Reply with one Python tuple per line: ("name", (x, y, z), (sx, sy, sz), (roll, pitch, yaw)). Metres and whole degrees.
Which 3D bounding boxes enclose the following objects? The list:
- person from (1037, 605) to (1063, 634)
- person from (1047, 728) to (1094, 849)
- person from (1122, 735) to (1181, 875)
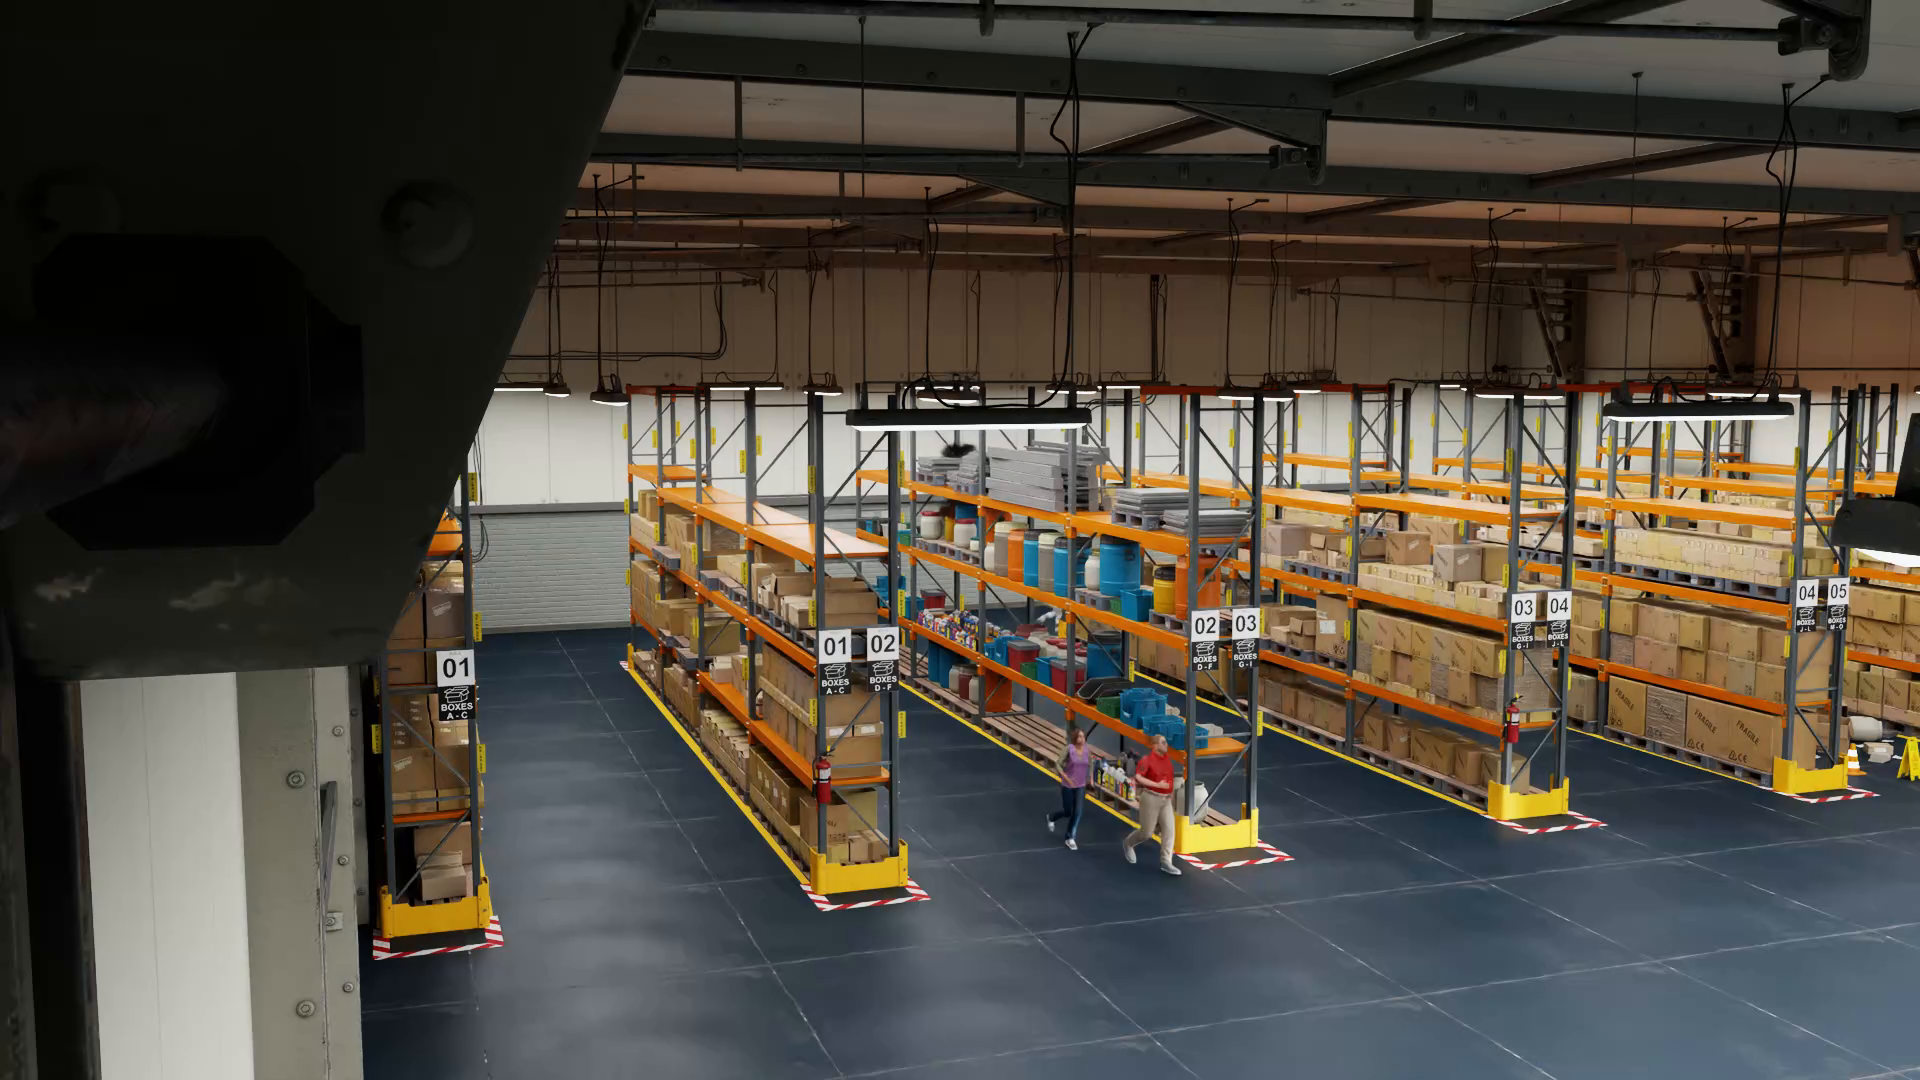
("person", (2.198, 1.373, 39.649), (0.733, 1.766, 0.646), (0, 6, -4))
("person", (1.524, 3.275, 22.196), (0.576, 1.564, 0.674), (-3, 6, -23))
("person", (2.512, 3.308, 21.029), (0.714, 1.684, 0.940), (-4, 7, -35))
